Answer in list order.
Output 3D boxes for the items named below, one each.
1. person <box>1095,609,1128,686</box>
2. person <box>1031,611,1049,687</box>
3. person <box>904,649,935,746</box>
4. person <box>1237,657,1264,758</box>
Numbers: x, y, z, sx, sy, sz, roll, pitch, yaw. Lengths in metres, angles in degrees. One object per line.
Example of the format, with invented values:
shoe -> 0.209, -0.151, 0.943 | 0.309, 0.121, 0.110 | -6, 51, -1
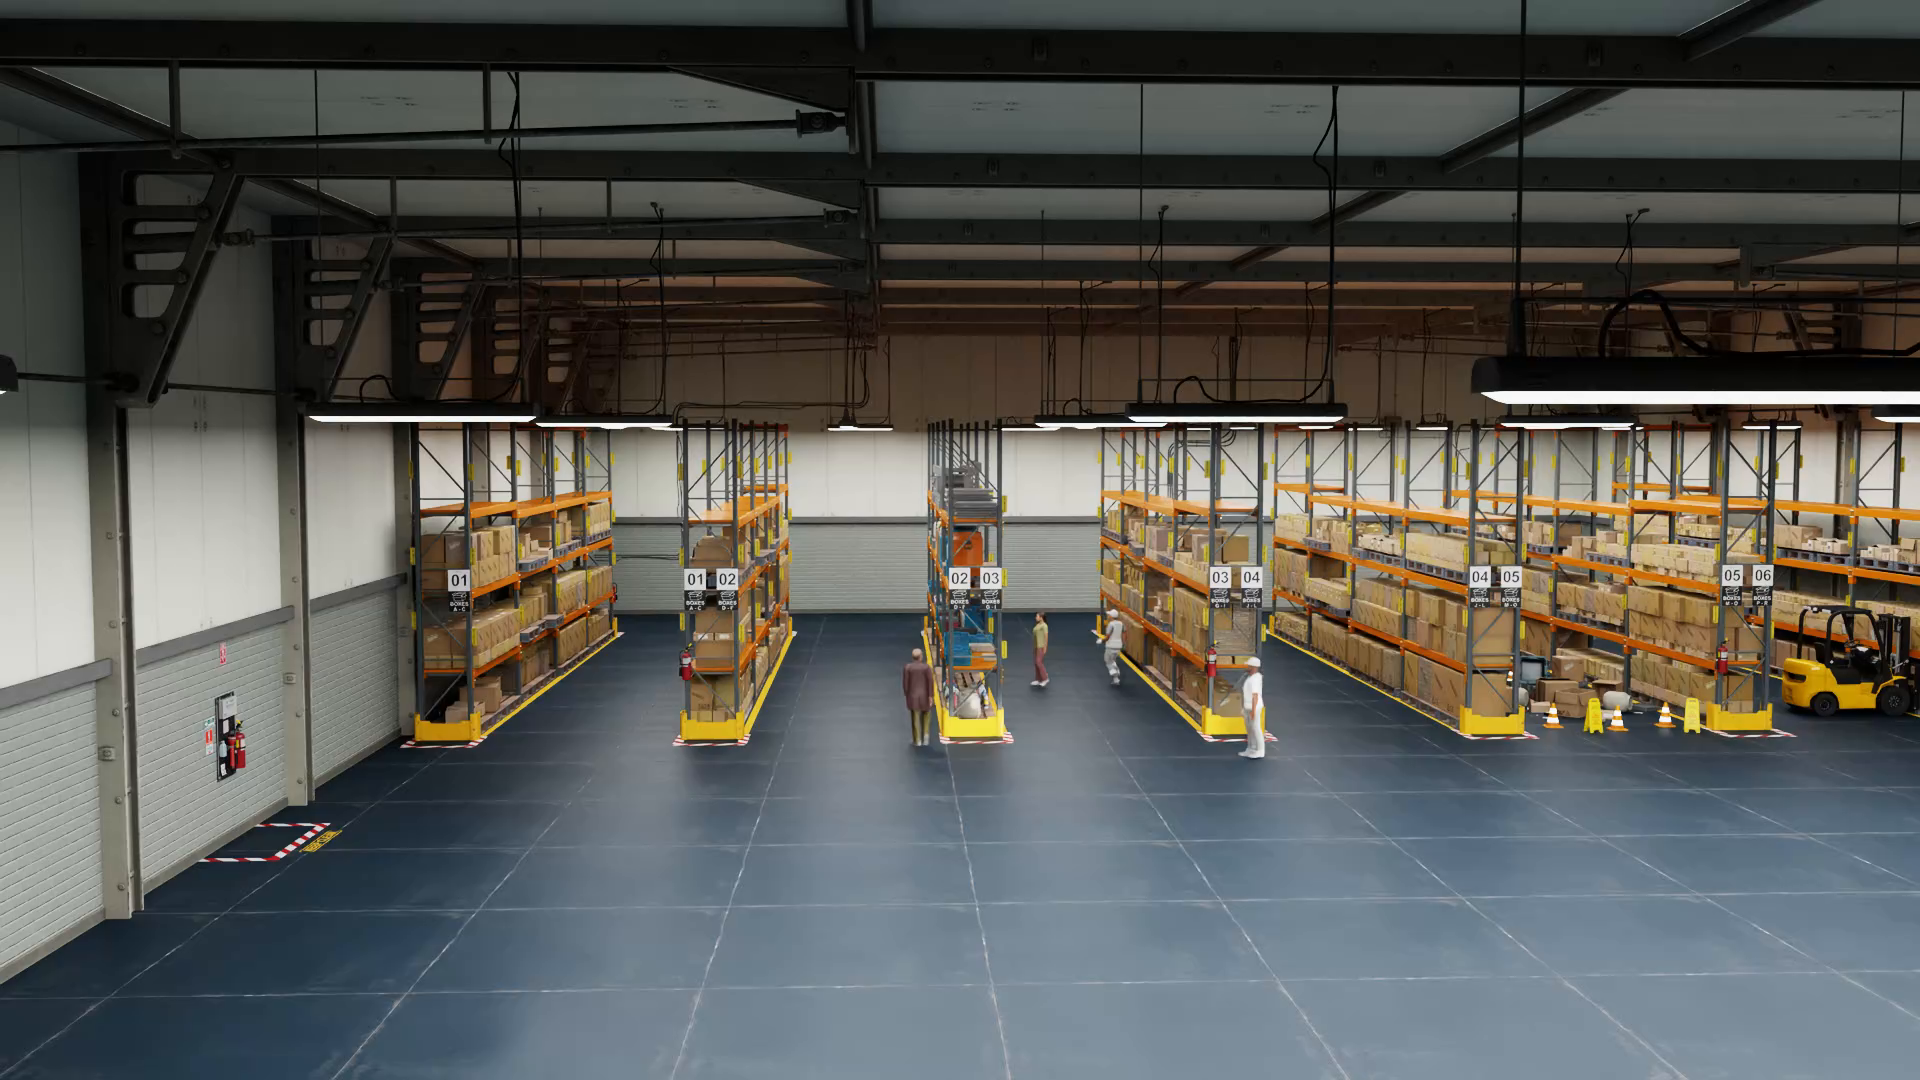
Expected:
person -> 3.472, 2.429, 37.908 | 0.688, 1.721, 0.522 | -3, 5, -38
person -> 1.819, 2.464, 37.813 | 0.383, 1.685, 0.483 | -1, 4, -18
person -> -0.751, 2.886, 30.451 | 0.565, 1.816, 0.486 | 0, 4, -4
person -> 5.169, 2.958, 29.365 | 0.405, 1.781, 0.628 | -1, 4, -11
